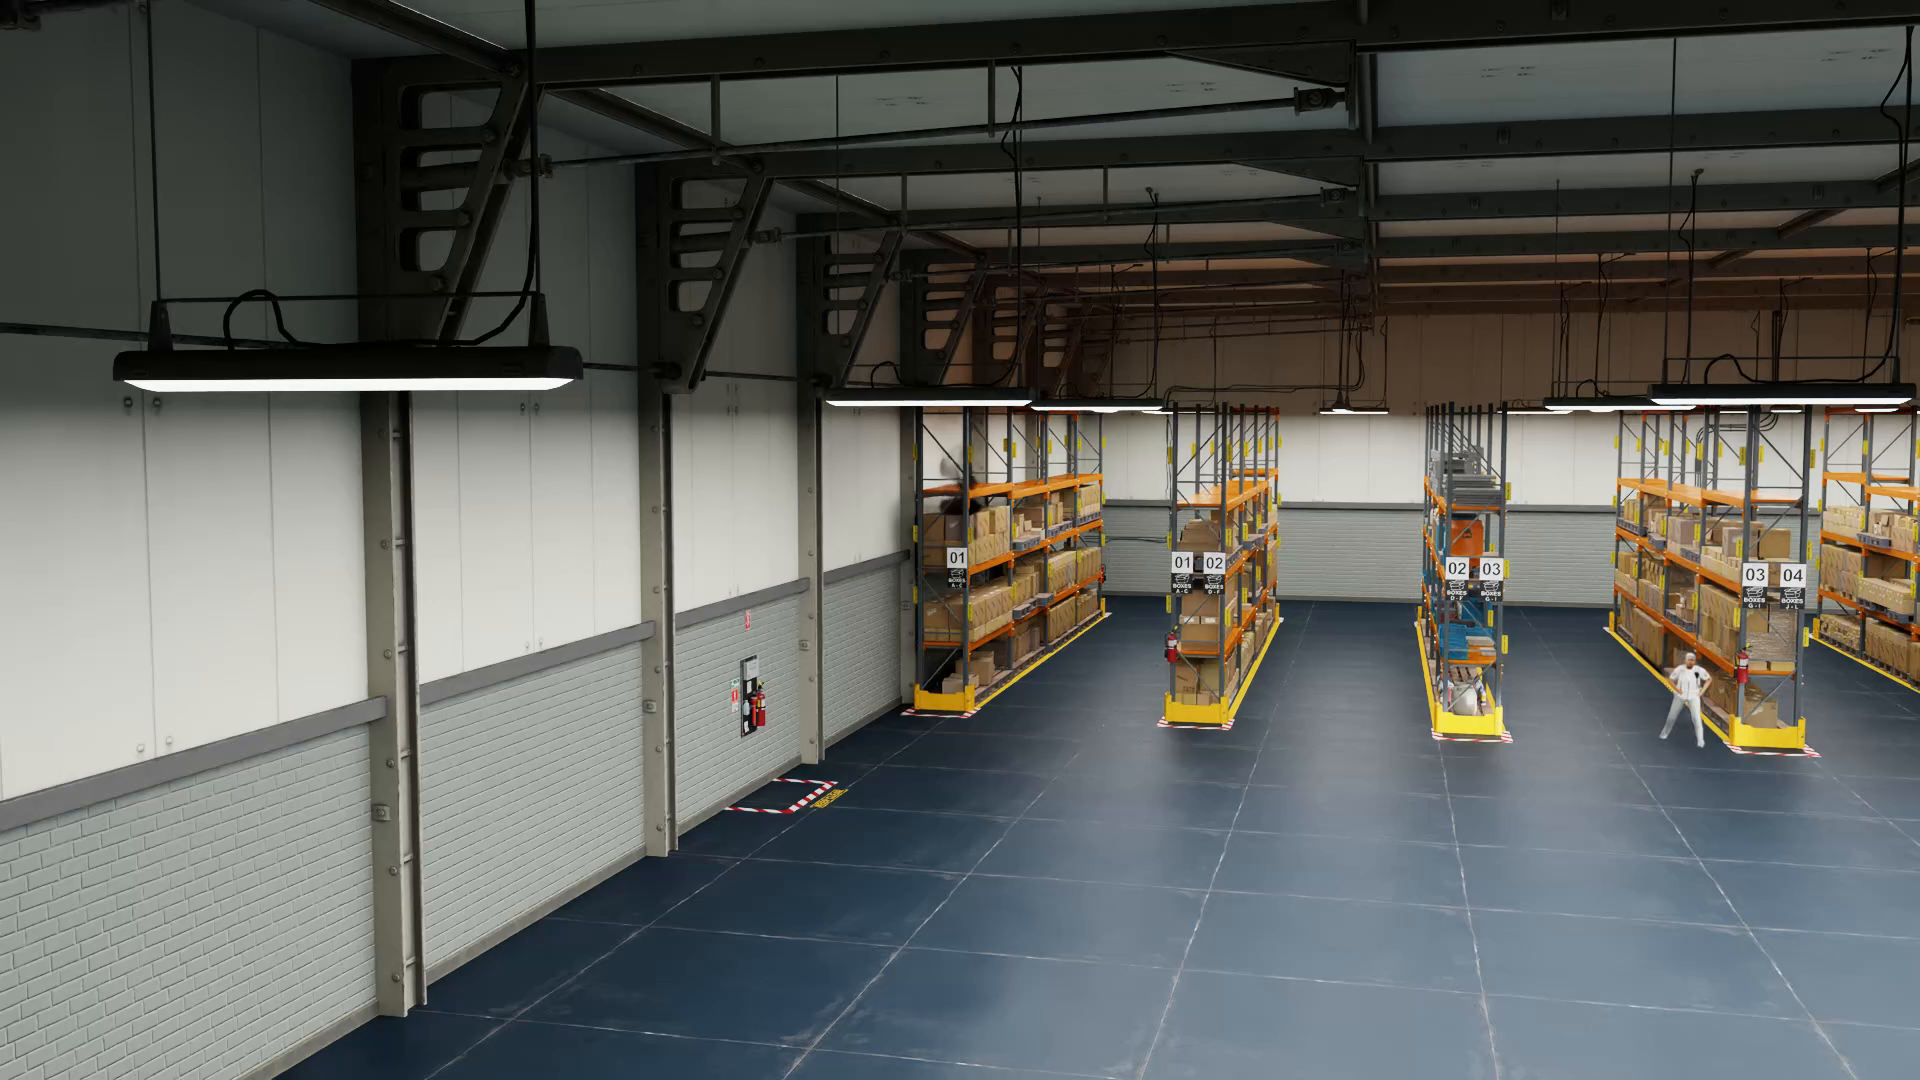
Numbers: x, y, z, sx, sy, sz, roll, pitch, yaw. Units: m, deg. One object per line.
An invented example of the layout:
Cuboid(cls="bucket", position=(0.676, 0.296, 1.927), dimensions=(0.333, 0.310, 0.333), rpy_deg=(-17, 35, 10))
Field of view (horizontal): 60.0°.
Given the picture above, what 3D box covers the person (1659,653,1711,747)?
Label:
Cuboid(cls="person", position=(12.727, 2.782, 29.172), dimensions=(0.814, 1.631, 0.699), rpy_deg=(2, 5, 23))
